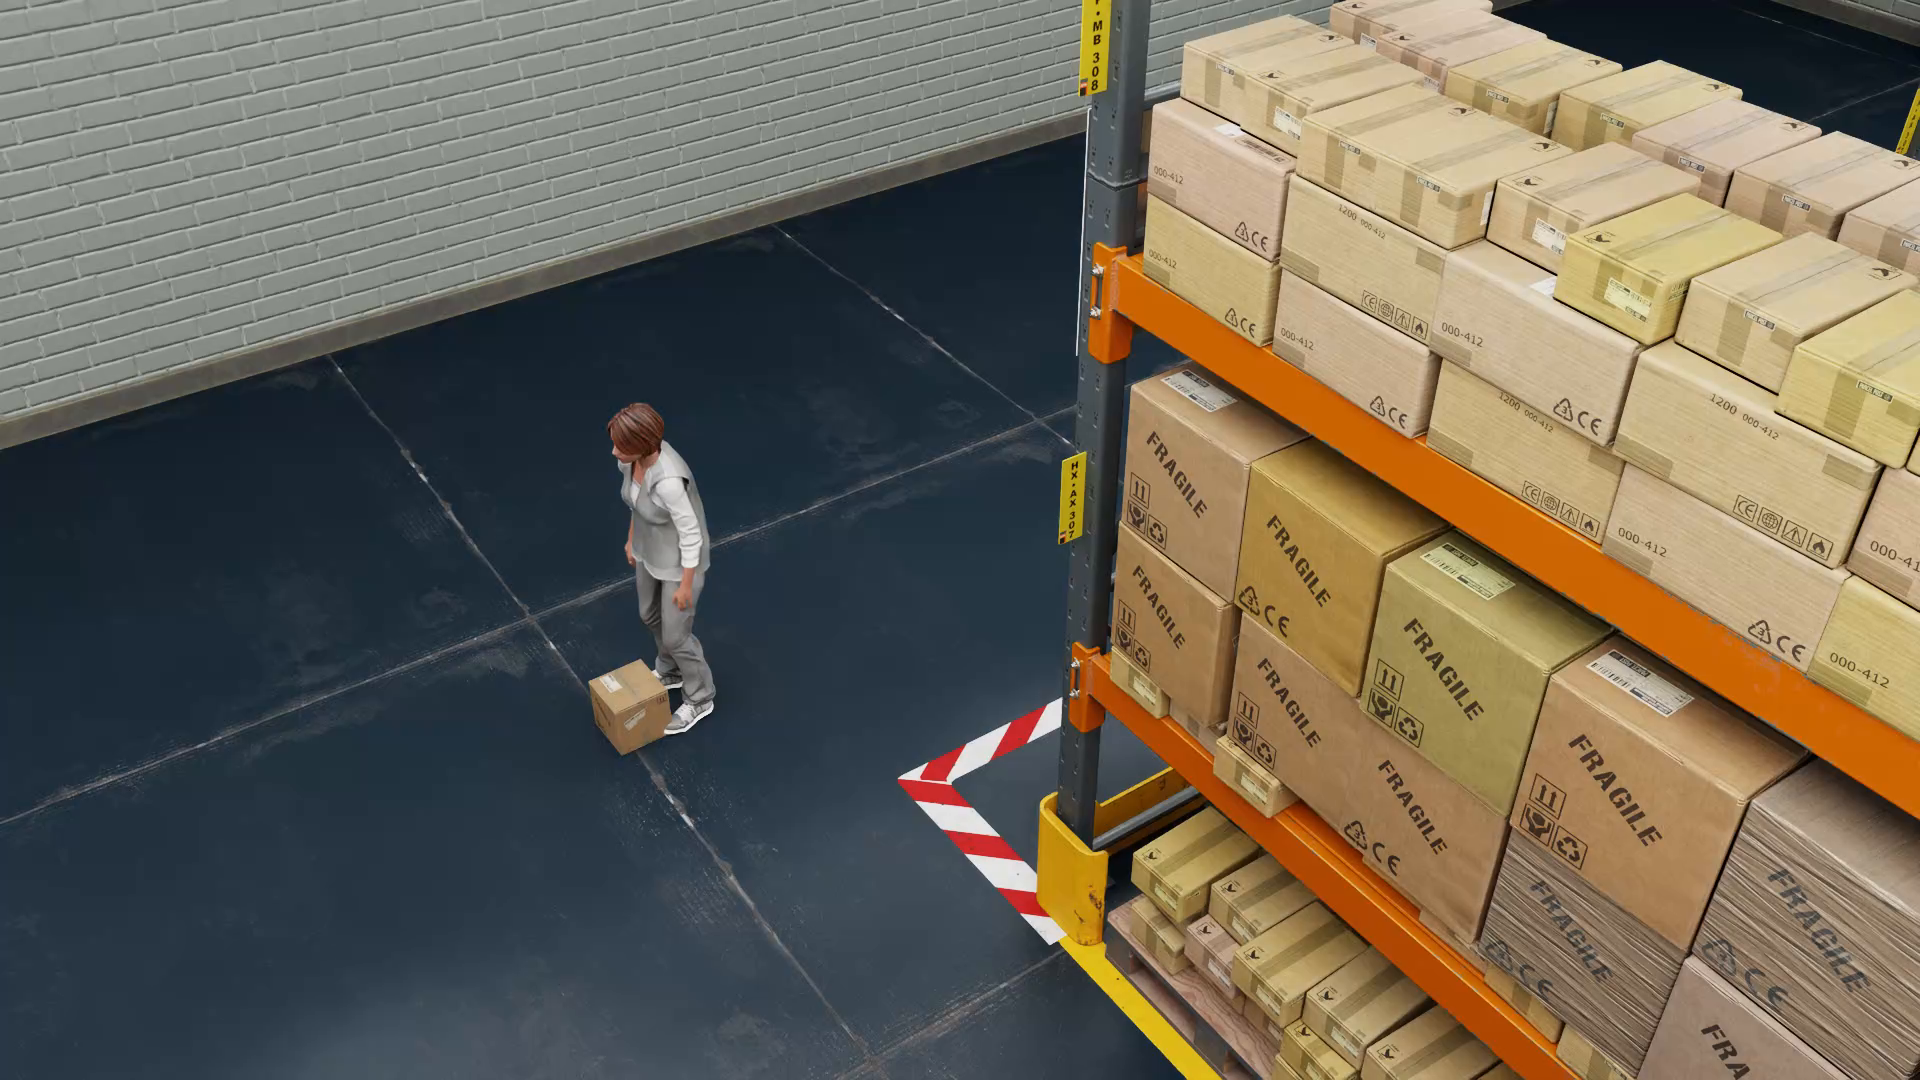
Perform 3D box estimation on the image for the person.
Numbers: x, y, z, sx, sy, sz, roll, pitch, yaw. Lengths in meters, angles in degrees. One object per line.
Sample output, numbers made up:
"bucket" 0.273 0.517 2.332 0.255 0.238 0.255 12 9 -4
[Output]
"person" -1.225 0.100 6.891 0.347 1.574 0.459 -23 42 -27
